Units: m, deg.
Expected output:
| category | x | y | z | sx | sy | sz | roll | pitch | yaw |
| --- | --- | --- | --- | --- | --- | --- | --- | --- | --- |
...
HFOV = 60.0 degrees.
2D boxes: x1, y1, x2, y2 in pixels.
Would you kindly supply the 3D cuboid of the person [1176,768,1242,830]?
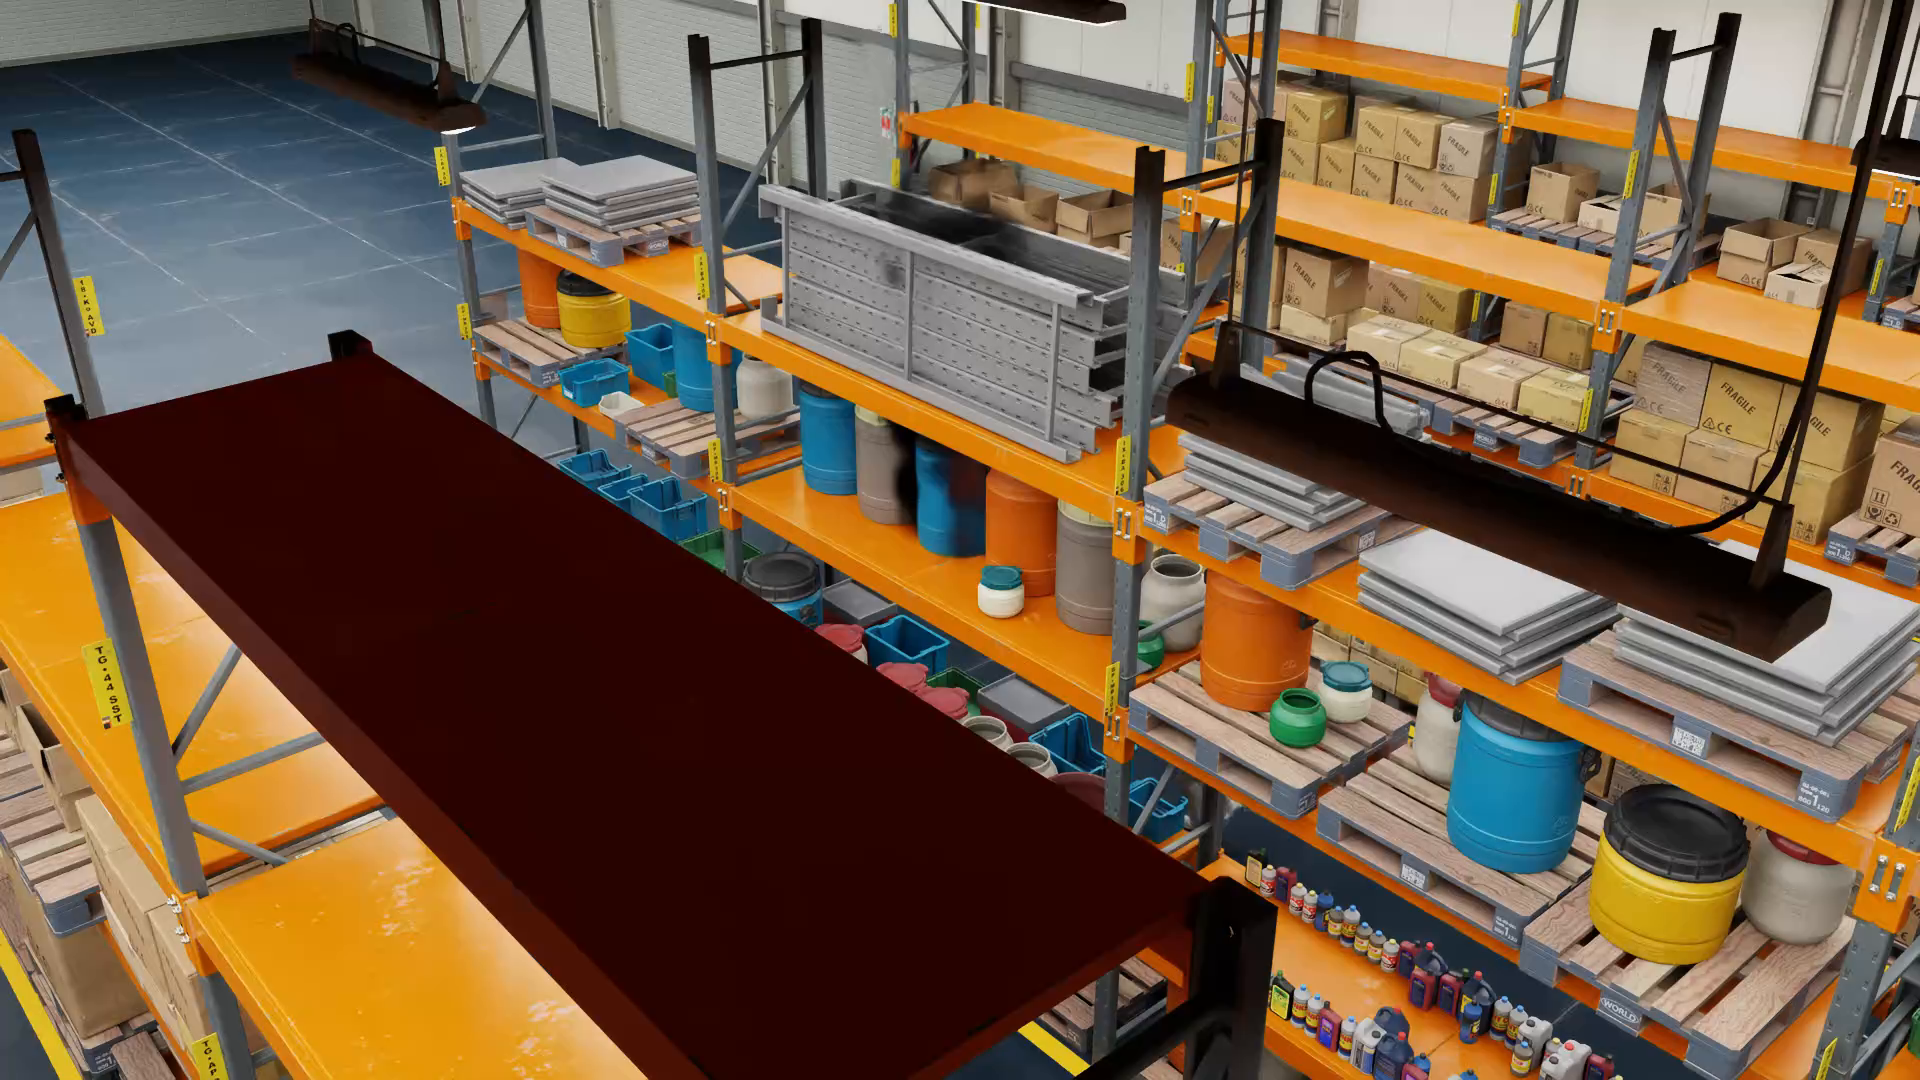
| category | x | y | z | sx | sy | sz | roll | pitch | yaw |
| --- | --- | --- | --- | --- | --- | --- | --- | --- | --- |
| person | 1.891 | 1.576 | 12.684 | 0.573 | 1.624 | 0.576 | 21 | 34 | 35 |
